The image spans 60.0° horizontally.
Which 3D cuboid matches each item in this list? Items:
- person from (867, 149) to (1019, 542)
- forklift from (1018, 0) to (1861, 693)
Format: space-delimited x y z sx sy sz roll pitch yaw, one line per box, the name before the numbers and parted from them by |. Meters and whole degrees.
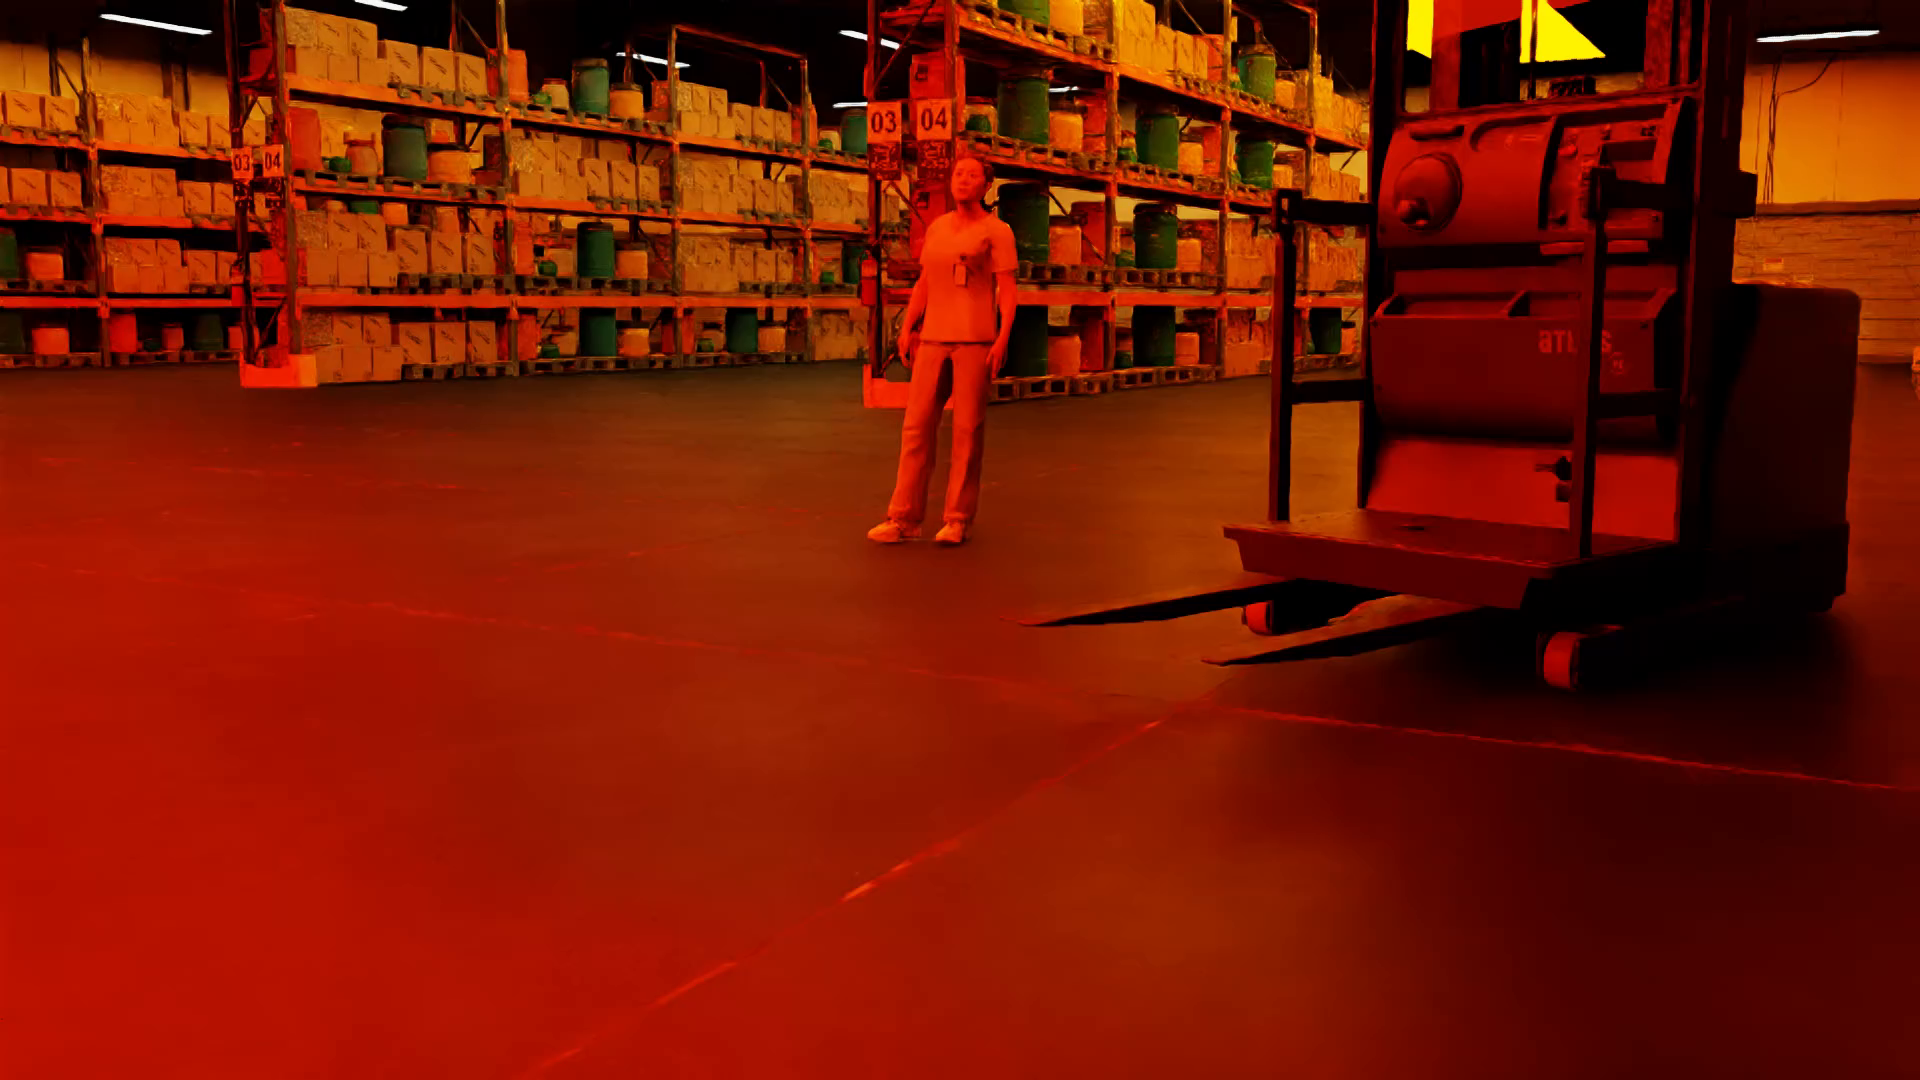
person | -0.047 -0.829 7.141 0.550 1.674 0.548 4 9 29
forklift | 1.503 -1.128 4.766 3.031 2.935 1.130 -7 10 -41
